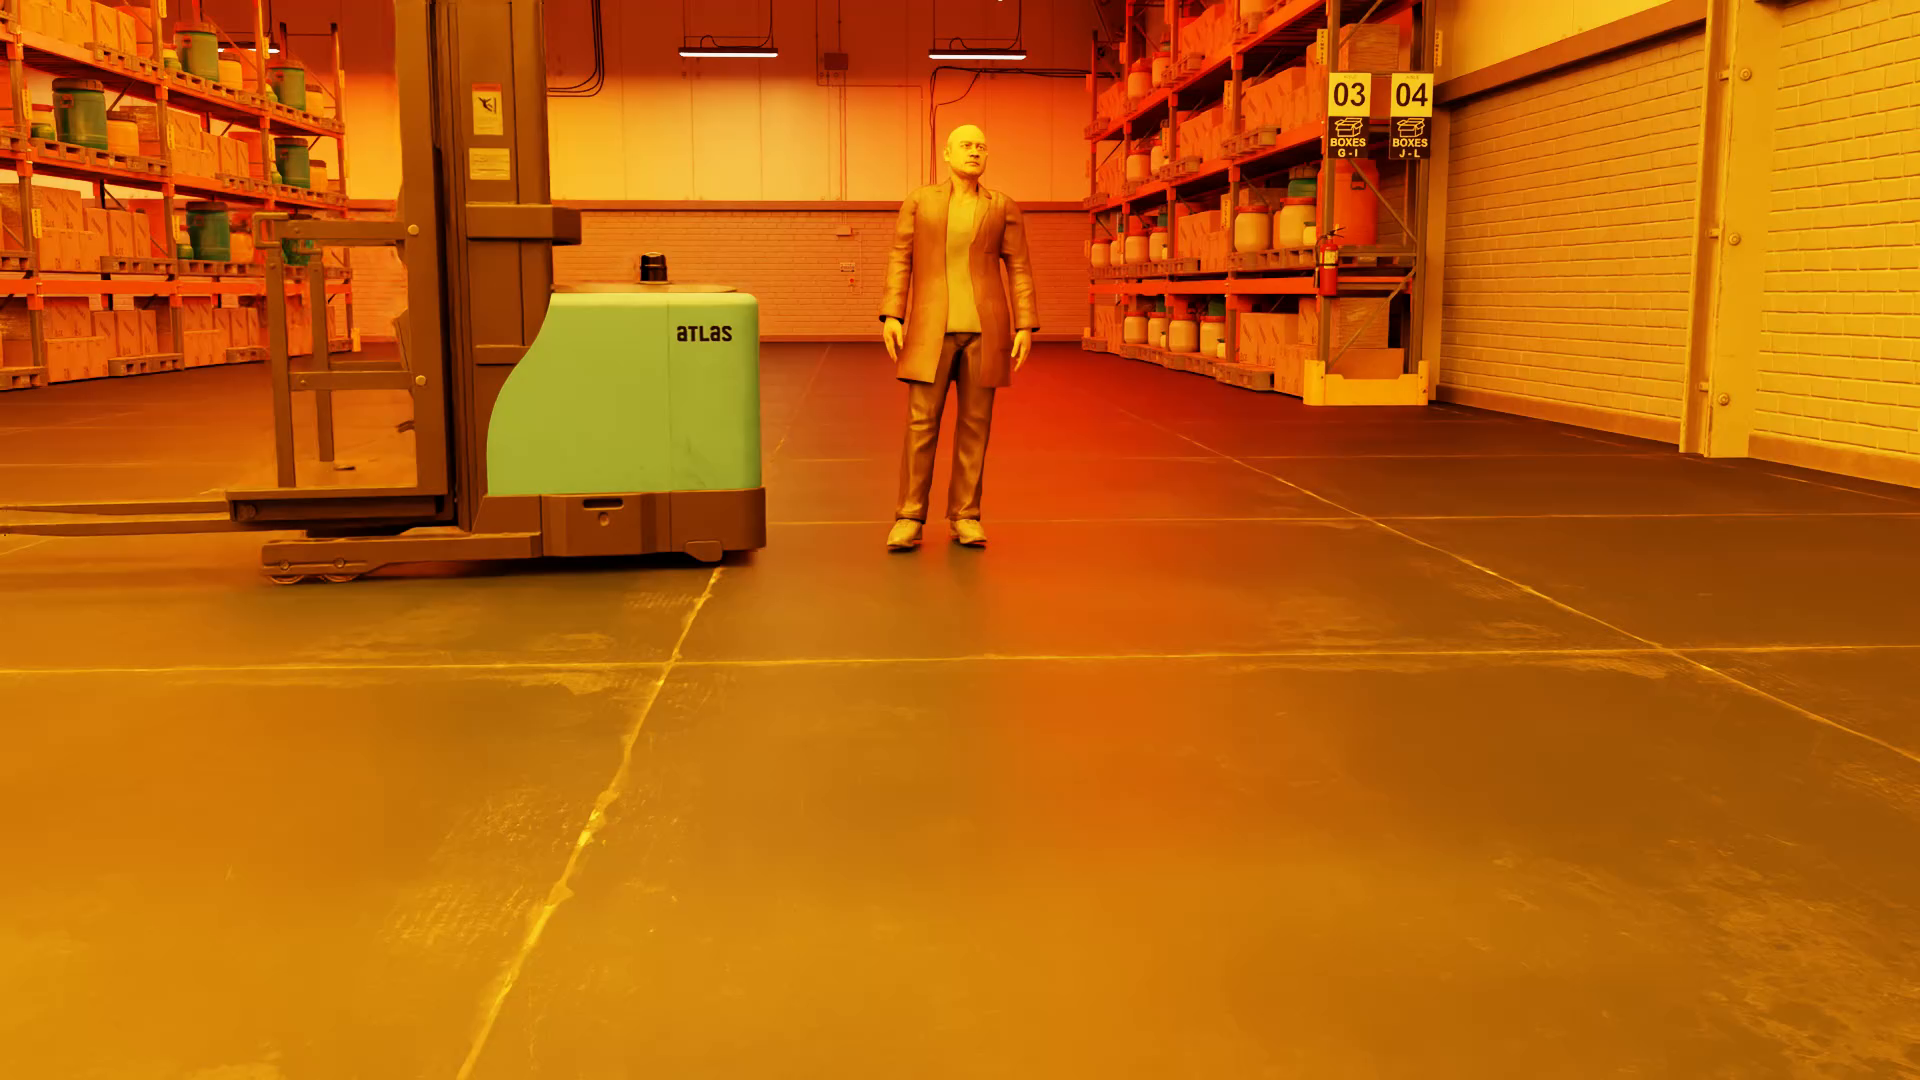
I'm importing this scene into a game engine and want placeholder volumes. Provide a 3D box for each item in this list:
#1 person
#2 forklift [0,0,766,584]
[{"bbox_3d":[0.002,-0.873,7.087,0.696,1.778,0.579,-1,8,-4],"label":"person"},{"bbox_3d":[-2.349,-1.369,6.551,3.031,2.935,1.130,-2,9,-12],"label":"forklift"}]
